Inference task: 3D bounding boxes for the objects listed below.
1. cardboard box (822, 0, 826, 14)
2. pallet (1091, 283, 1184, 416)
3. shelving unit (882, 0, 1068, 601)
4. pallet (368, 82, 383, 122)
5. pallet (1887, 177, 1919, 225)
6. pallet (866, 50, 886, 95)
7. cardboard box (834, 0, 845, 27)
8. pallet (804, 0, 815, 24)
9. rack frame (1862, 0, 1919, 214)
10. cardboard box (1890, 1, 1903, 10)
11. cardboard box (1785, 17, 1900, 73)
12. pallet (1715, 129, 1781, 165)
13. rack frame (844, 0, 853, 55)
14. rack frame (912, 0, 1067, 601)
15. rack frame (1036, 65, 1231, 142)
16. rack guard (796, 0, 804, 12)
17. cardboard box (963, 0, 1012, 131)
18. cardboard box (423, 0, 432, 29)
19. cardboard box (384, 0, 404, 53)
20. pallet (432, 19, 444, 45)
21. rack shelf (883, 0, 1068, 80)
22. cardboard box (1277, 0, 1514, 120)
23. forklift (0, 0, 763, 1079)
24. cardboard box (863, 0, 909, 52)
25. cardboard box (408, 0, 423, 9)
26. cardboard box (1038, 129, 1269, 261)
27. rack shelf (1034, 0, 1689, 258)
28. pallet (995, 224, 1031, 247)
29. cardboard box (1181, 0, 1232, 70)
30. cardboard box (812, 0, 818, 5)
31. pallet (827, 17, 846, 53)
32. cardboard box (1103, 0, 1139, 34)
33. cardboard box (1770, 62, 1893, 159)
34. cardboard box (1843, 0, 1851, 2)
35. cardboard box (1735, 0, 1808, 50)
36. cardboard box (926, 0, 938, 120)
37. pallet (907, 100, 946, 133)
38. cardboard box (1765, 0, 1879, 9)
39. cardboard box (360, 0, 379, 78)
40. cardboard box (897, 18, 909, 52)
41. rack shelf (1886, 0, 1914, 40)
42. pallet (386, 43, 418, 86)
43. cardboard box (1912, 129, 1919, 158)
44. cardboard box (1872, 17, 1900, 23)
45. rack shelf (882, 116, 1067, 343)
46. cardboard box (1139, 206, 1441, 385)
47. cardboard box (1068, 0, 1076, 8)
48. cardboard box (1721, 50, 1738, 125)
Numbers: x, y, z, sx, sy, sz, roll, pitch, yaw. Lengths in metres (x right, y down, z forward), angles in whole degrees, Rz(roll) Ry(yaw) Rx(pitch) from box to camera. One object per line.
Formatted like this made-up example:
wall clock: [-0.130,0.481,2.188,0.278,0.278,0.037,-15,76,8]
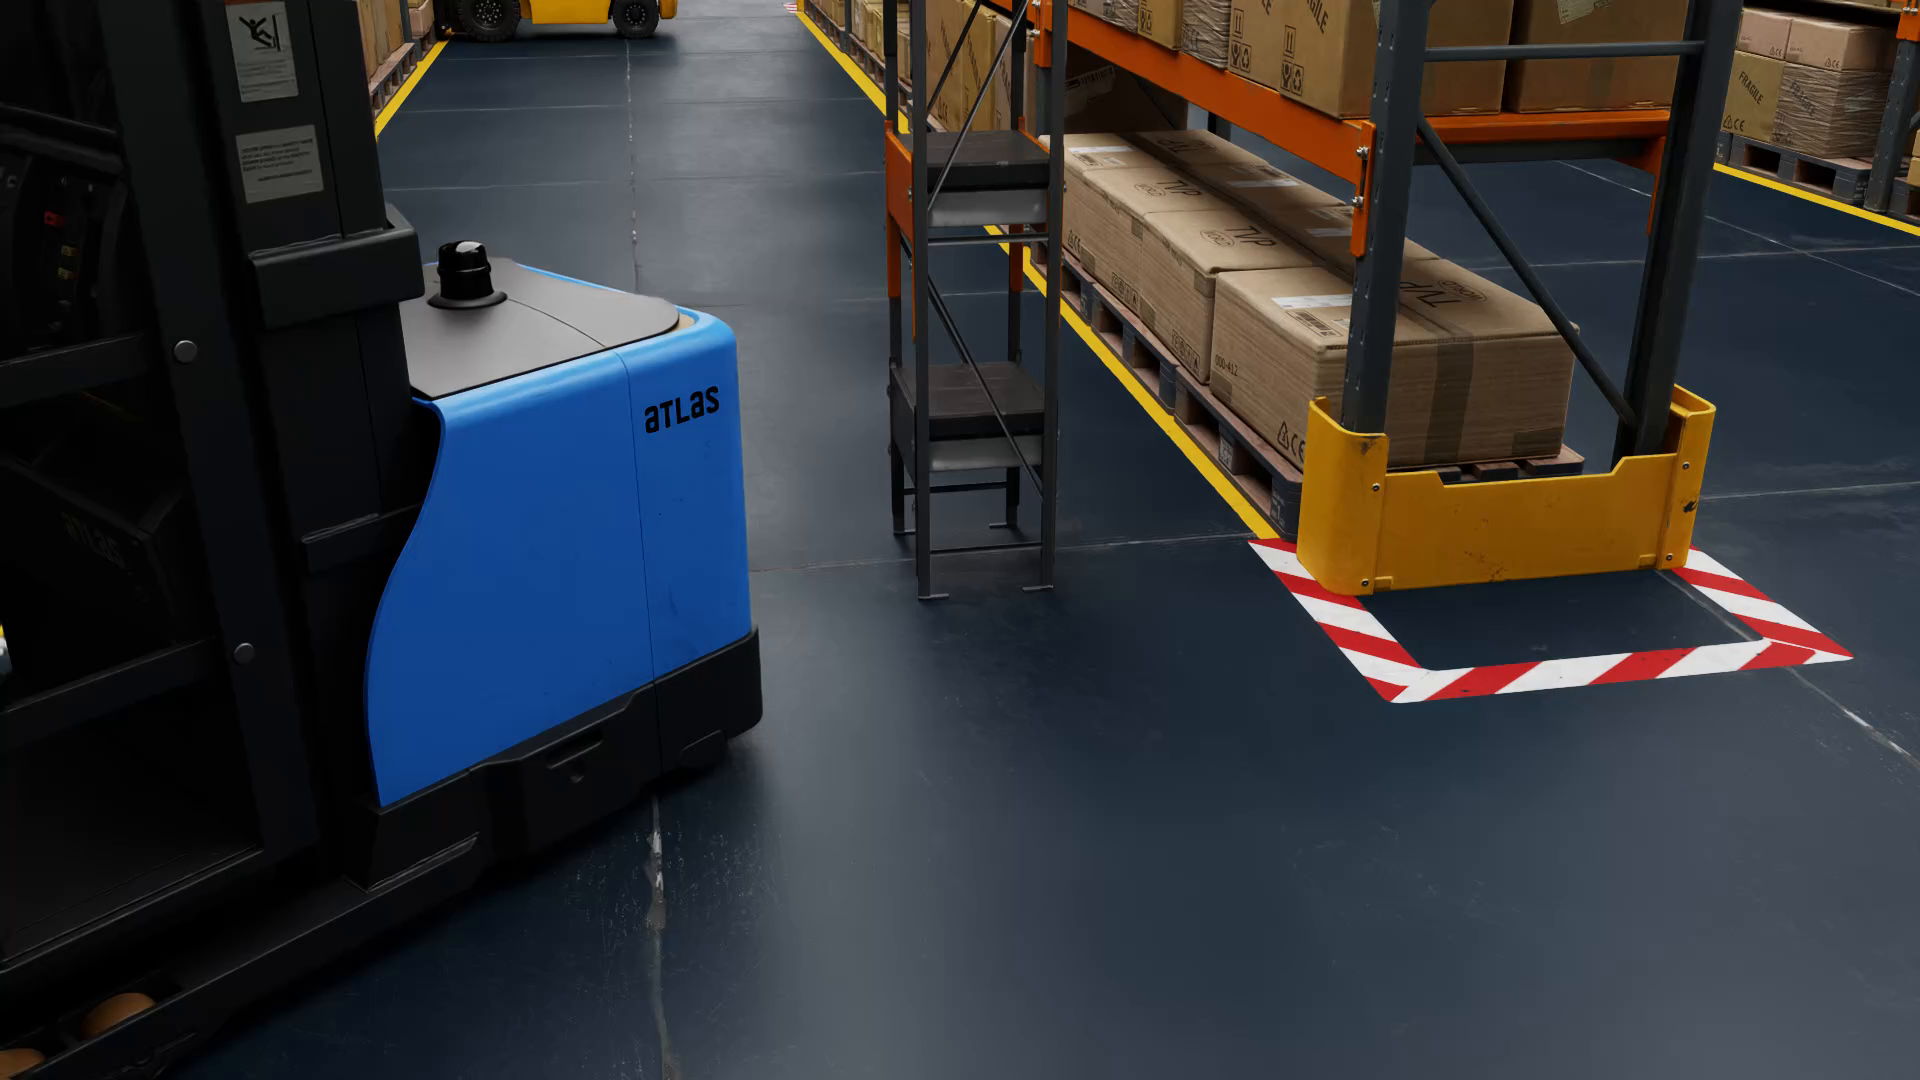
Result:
cardboard box: [-1.163,-5.600,17.235,0.500,0.250,0.500,-4,24,-9]
pallet: [1.180,-0.836,6.900,1.003,0.211,1.213,-4,24,-10]
shelving unit: [0.031,-0.897,4.681,0.431,2.100,0.503,-4,24,-10]
pallet: [-4.843,-3.153,12.205,1.003,0.211,1.213,-4,24,-10]
pallet: [5.893,-1.766,9.030,1.003,0.211,1.213,-4,24,-10]
pallet: [-0.217,-3.981,14.102,1.003,0.211,1.213,-4,24,-10]
cardboard box: [-0.965,-5.191,16.299,0.500,0.250,0.500,-3,24,-7]
pallet: [-1.202,-5.989,18.700,1.003,0.211,1.213,-4,24,-10]
rack frame: [5.734,-3.305,9.070,1.000,3.000,0.127,-4,24,-10]
cardboard box: [9.413,-5.183,15.944,0.700,0.500,0.500,-6,24,-14]
cardboard box: [5.347,-2.970,9.965,0.500,0.250,0.500,-5,24,-11]
pallet: [5.359,-2.815,11.431,1.003,0.211,1.213,-4,24,-10]
rack frame: [-0.592,-6.046,15.346,1.000,3.000,0.127,-4,24,-10]
rack frame: [0.076,-0.801,4.461,0.400,2.100,0.015,-4,24,-10]
rack frame: [0.888,-2.899,8.141,1.000,3.000,0.127,-4,24,-10]
rack guard: [-1.317,-6.444,19.380,1.175,0.500,0.348,-4,24,-10]
cardboard box: [0.520,-2.711,9.839,0.875,0.875,0.875,-4,24,-8]
cardboard box: [-5.342,-5.023,15.914,0.500,0.250,0.500,-5,24,-11]
cardboard box: [-5.362,-4.577,14.424,0.875,0.625,0.625,-3,24,-7]
pallet: [-5.804,-5.196,16.883,1.003,0.211,1.213,-4,24,-10]
rack shelf: [0.031,-1.526,4.406,0.431,0.518,0.480,-4,24,-10]
cardboard box: [1.278,-1.542,4.908,0.500,0.500,0.500,-4,24,-9]
forklift: [-1.820,-0.524,2.788,1.130,2.935,3.031,19,30,36]
cardboard box: [-0.356,-4.546,14.669,0.950,0.372,0.625,-3,24,-6]
cardboard box: [-5.255,-5.052,15.355,0.500,0.250,0.500,-4,24,-10]
cardboard box: [0.898,-1.663,7.986,0.875,0.438,0.875,-5,24,-11]
rack shelf: [1.258,-1.783,6.483,1.077,0.370,4.000,-4,24,-10]
pallet: [0.671,-1.919,9.381,1.003,0.211,1.213,-4,24,-10]
cardboard box: [1.095,-1.942,5.824,0.500,0.500,0.500,-4,24,-8]
cardboard box: [-1.367,-6.013,18.180,0.500,0.250,0.500,-3,24,-8]
pallet: [-0.751,-5.030,16.502,1.003,0.211,1.213,-4,24,-10]
cardboard box: [0.892,-2.347,6.751,0.500,0.500,0.500,-4,24,-9]
cardboard box: [5.349,-2.625,10.111,0.500,0.500,0.500,-5,24,-11]
cardboard box: [9.240,-5.592,16.880,0.700,0.500,0.500,-6,24,-14]
cardboard box: [5.154,-3.380,10.903,0.500,0.250,0.500,-5,24,-12]
cardboard box: [0.194,-3.414,11.448,0.875,0.875,0.875,-5,24,-10]
pallet: [0.220,-2.879,11.578,1.003,0.211,1.213,-4,24,-10]
cardboard box: [5.666,-3.416,10.986,0.500,0.250,0.500,-3,24,-8]
cardboard box: [-5.085,-3.976,13.047,0.875,0.625,0.625,-5,24,-12]
cardboard box: [-0.091,-3.974,13.359,0.950,0.372,0.625,-5,24,-11]
rack shelf: [5.364,-3.762,11.016,1.077,0.370,4.000,-4,24,-10]
pallet: [-5.294,-4.112,14.402,1.003,0.211,1.213,-4,24,-10]
cardboard box: [5.486,-2.161,9.117,0.380,0.149,0.250,-3,24,-7]
cardboard box: [5.857,-3.006,10.047,0.500,0.250,0.500,-5,24,-12]
rack shelf: [0.031,-0.885,4.686,0.431,0.518,0.480,-4,24,-10]
cardboard box: [1.230,-0.956,6.367,0.875,0.438,0.875,-4,24,-8]
cardboard box: [0.717,-2.741,7.654,0.500,0.500,0.500,-4,24,-8]
cardboard box: [5.164,-3.029,11.035,0.500,0.500,0.500,-5,24,-11]
